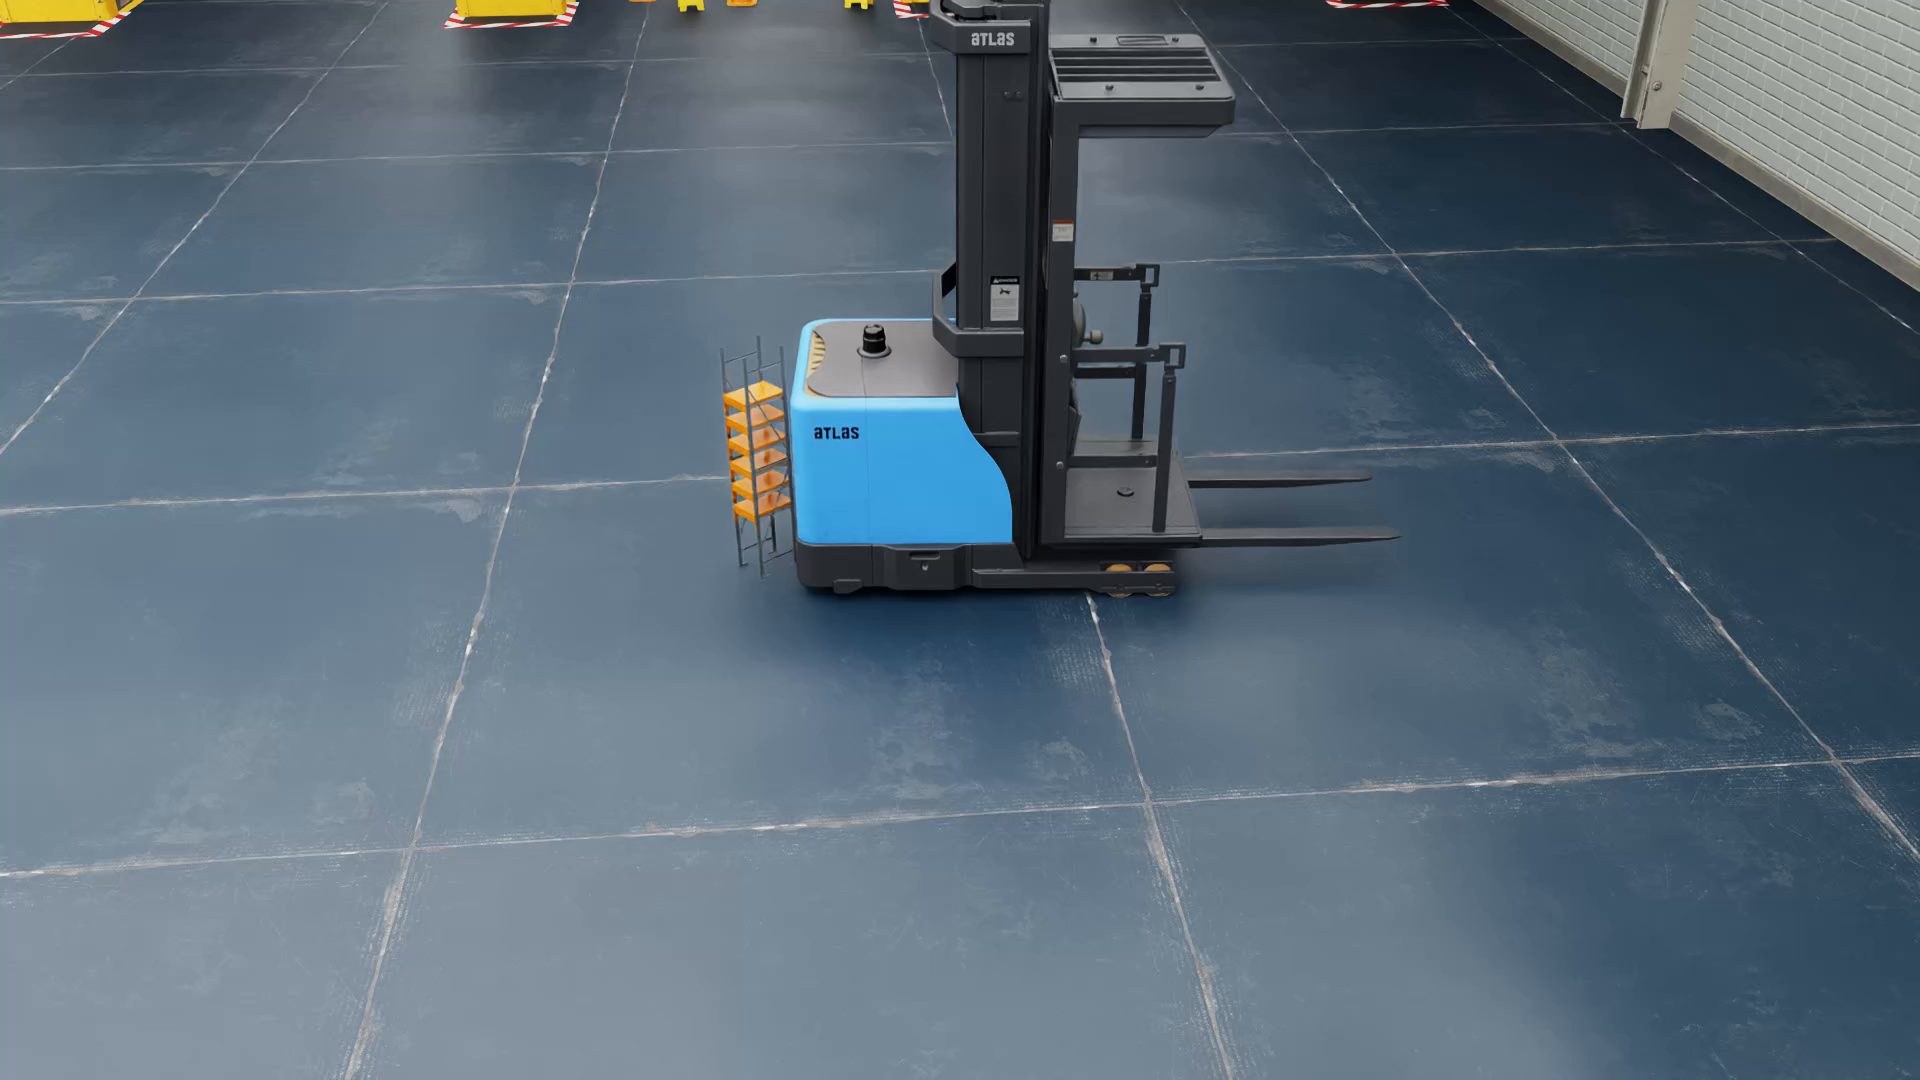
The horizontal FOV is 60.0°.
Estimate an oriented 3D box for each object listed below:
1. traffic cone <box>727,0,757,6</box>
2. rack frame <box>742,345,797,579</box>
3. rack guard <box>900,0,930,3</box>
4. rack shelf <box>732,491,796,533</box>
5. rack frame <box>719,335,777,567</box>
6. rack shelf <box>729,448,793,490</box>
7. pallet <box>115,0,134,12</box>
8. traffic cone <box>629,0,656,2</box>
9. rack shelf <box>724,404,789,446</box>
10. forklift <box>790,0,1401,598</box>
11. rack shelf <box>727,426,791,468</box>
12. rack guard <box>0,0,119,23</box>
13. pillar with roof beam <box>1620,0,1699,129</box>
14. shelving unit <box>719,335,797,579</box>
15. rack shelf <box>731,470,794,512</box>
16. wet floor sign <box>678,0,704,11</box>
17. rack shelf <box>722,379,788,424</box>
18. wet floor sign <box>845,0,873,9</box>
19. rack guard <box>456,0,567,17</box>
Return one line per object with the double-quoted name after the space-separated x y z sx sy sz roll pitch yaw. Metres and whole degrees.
-2.500 -6.356 18.940 0.336 0.463 0.334 -3 31 -5 "traffic cone"
-0.928 -0.368 8.180 0.240 1.200 0.006 -25 37 -36 "rack frame"
-0.109 -6.480 19.111 1.175 0.500 0.348 -3 31 -5 "rack guard"
-0.986 -0.150 8.377 0.258 0.103 0.180 -25 37 -36 "rack shelf"
-1.053 -0.431 8.298 0.240 1.200 0.006 -25 37 -36 "rack frame"
-0.990 -0.361 8.261 0.258 0.103 0.180 -25 37 -36 "rack shelf"
-10.016 -6.298 19.088 1.003 0.211 1.213 -3 31 -5 "pallet"
-3.656 -6.476 19.140 0.336 0.463 0.334 -3 31 -5 "traffic cone"
-0.993 -0.571 8.145 0.258 0.103 0.180 -25 37 -36 "rack shelf"
0.698 -1.244 7.975 3.031 2.935 1.130 -1 31 -1 "forklift"
-0.992 -0.466 8.203 0.258 0.103 0.180 -25 37 -36 "rack shelf"
-9.975 -6.005 18.316 1.175 0.500 0.348 -3 31 -5 "rack guard"
1.947 -7.459 12.462 9.100 9.000 0.400 -3 31 -5 "pillar with roof beam"
-0.990 -0.400 8.239 0.258 1.200 0.189 -25 37 -36 "shelving unit"
-0.988 -0.256 8.319 0.258 0.103 0.180 -25 37 -36 "rack shelf"
-3.046 -6.295 18.660 0.267 0.644 0.232 -8 32 -13 "wet floor sign"
-0.995 -0.676 8.087 0.258 0.103 0.180 -25 37 -36 "rack shelf"
-1.149 -6.355 18.761 0.267 0.644 0.232 8 32 13 "wet floor sign"
-5.018 -6.140 18.542 1.175 0.500 0.348 -3 31 -5 "rack guard"
